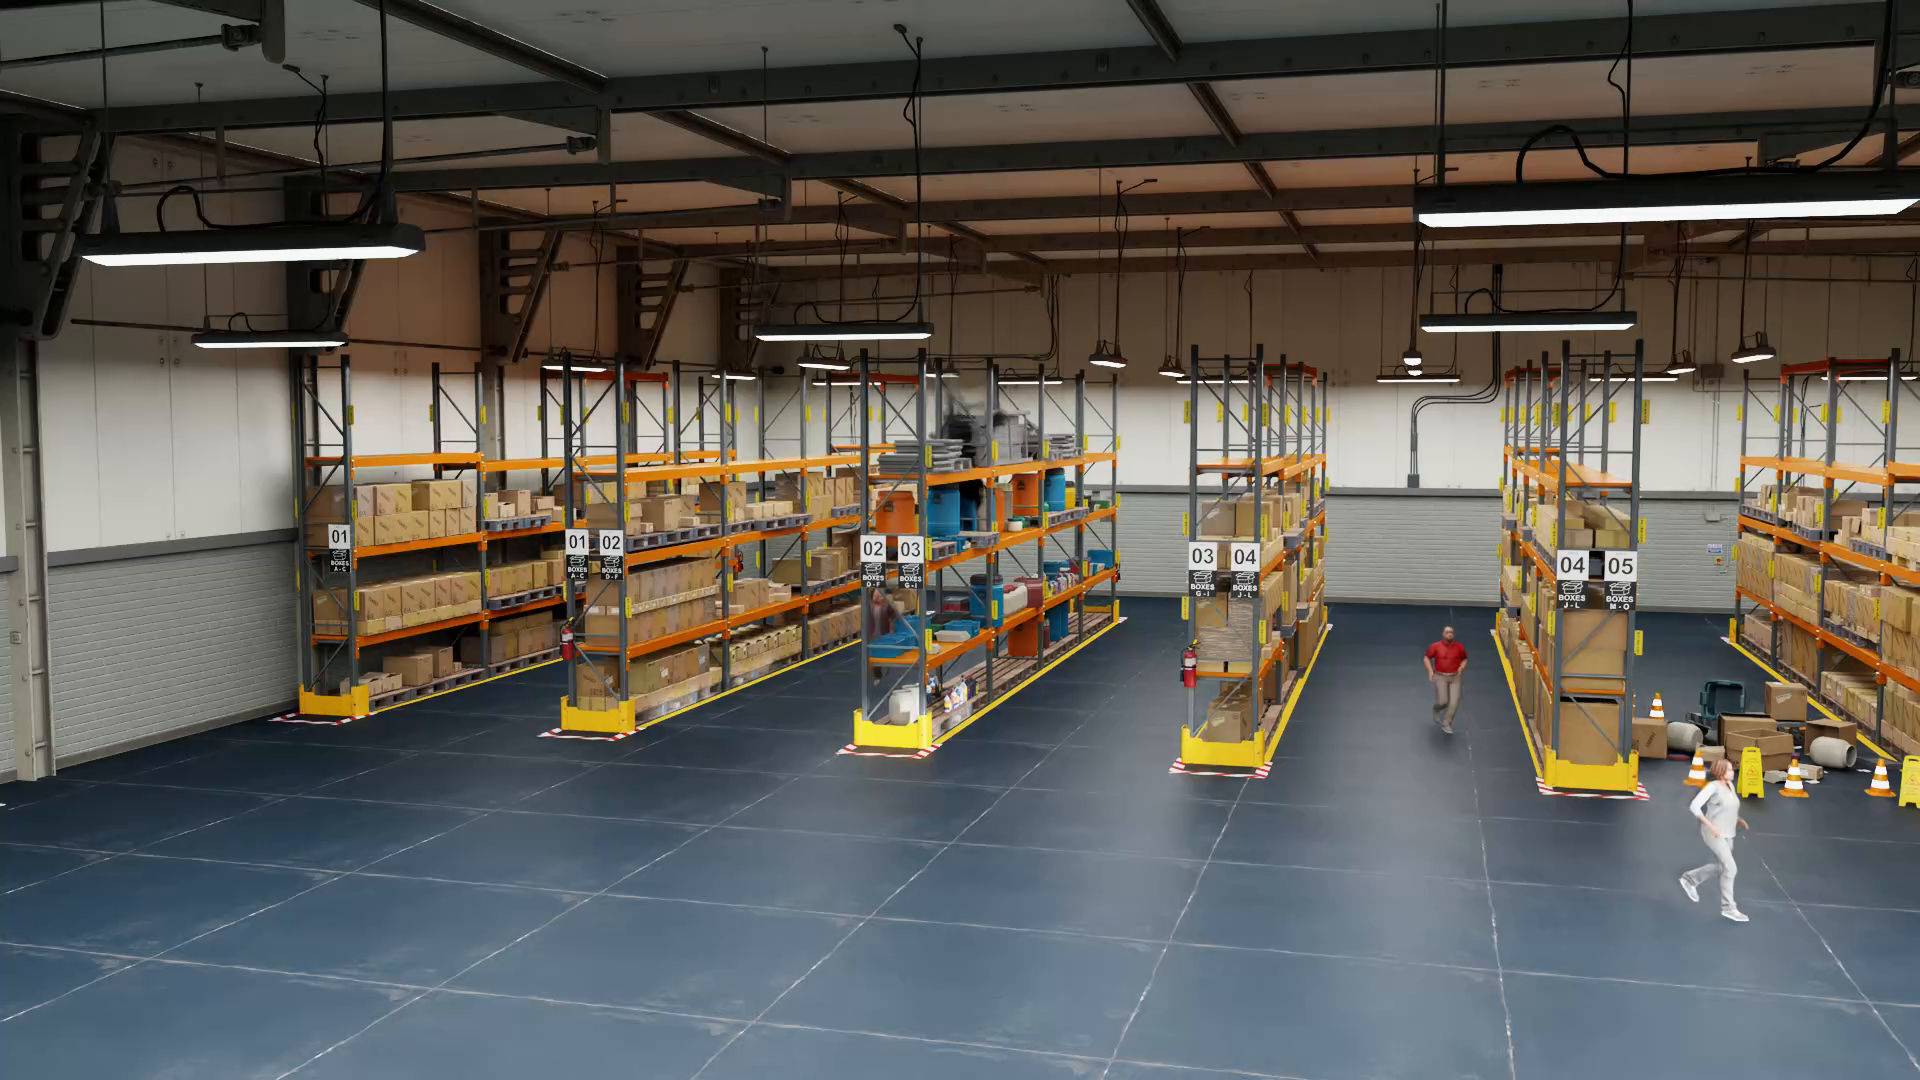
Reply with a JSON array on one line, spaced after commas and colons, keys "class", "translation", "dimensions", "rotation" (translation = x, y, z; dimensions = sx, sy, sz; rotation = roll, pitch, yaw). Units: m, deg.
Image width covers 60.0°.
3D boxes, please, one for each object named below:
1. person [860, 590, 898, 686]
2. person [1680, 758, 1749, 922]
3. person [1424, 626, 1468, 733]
[{"class": "person", "translation": [-1.468, 1.751, 30.229], "dimensions": [0.694, 1.731, 0.693], "rotation": [1, 4, 8]}, {"class": "person", "translation": [7.547, 2.961, 16.634], "dimensions": [0.558, 1.586, 0.750], "rotation": [-3, 5, -38]}, {"class": "person", "translation": [7.695, 2.200, 26.259], "dimensions": [0.665, 1.680, 0.597], "rotation": [0, 4, 2]}]
